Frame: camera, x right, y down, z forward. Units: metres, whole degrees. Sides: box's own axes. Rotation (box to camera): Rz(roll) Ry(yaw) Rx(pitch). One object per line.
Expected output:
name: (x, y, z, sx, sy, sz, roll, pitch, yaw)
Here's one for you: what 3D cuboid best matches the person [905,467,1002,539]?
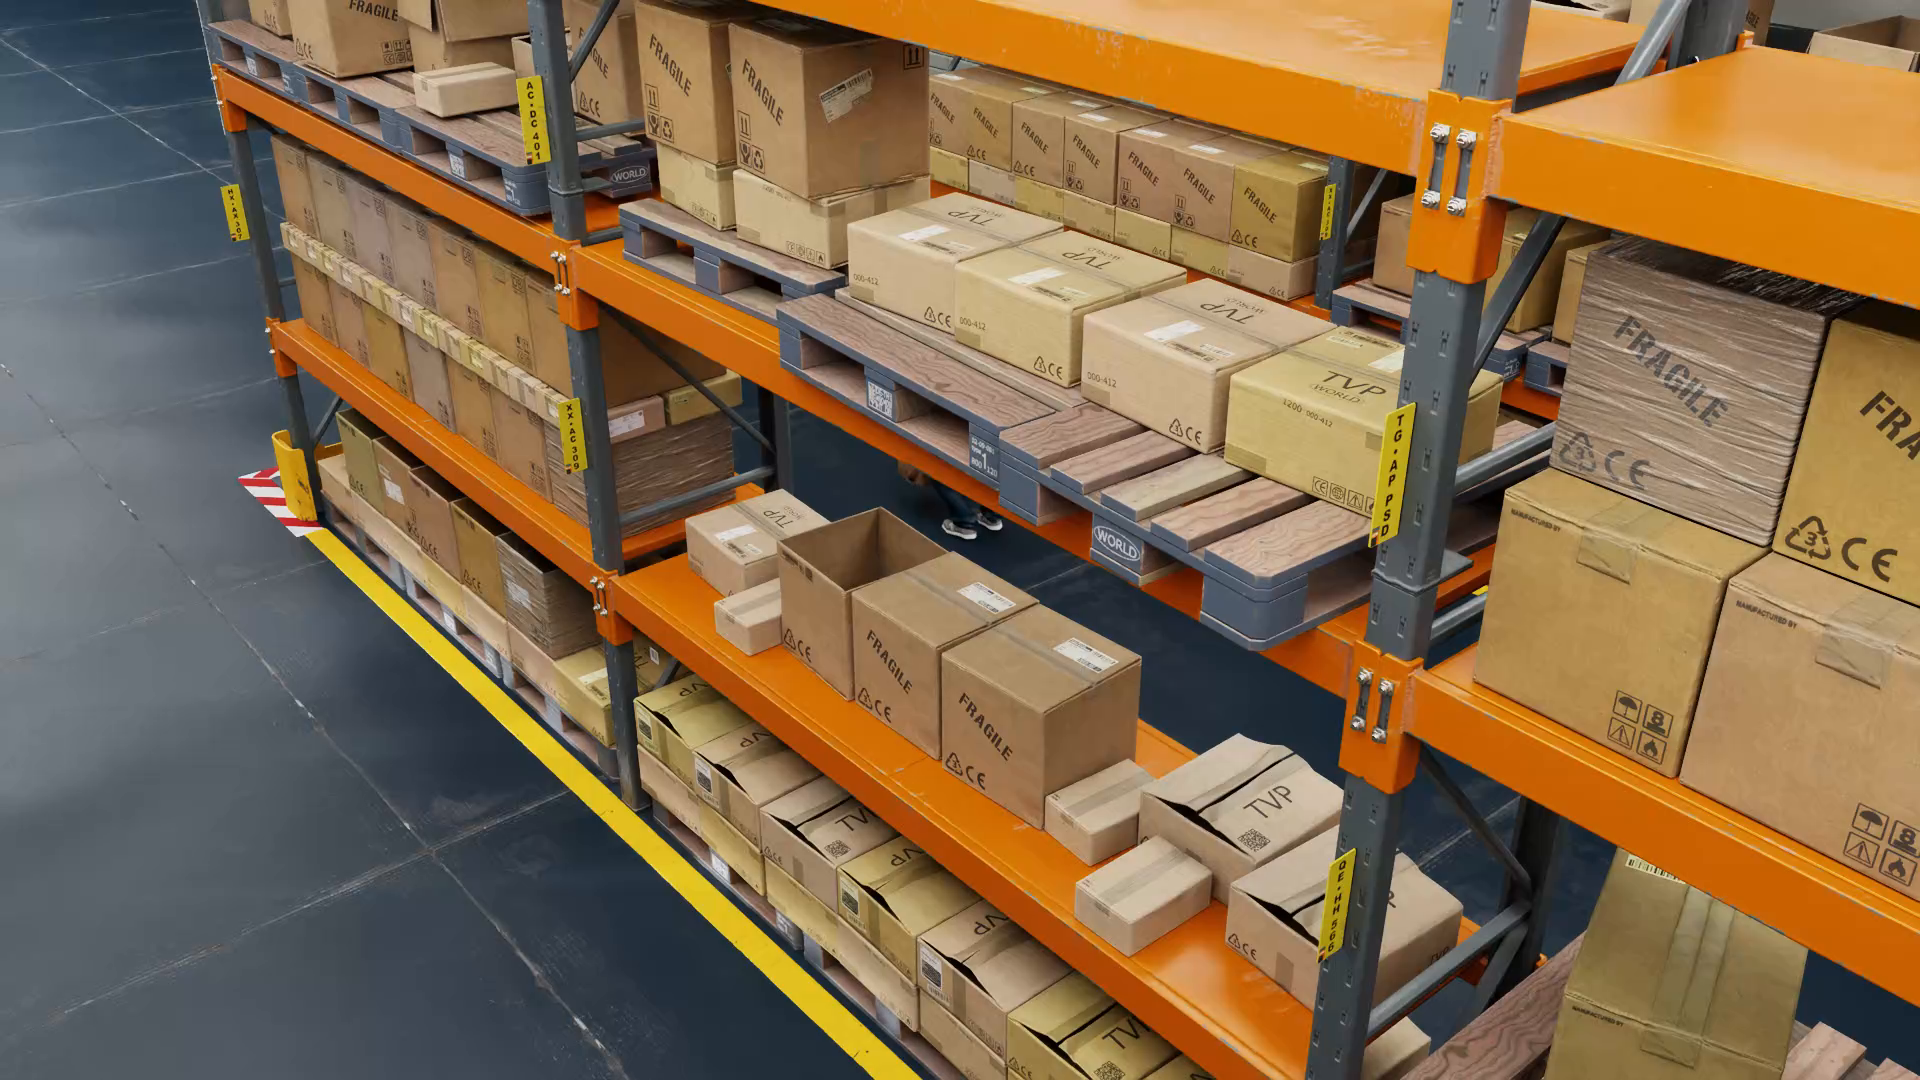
person: (0.011, -0.524, 10.227, 0.454, 0.997, 0.765, -22, 36, -35)
